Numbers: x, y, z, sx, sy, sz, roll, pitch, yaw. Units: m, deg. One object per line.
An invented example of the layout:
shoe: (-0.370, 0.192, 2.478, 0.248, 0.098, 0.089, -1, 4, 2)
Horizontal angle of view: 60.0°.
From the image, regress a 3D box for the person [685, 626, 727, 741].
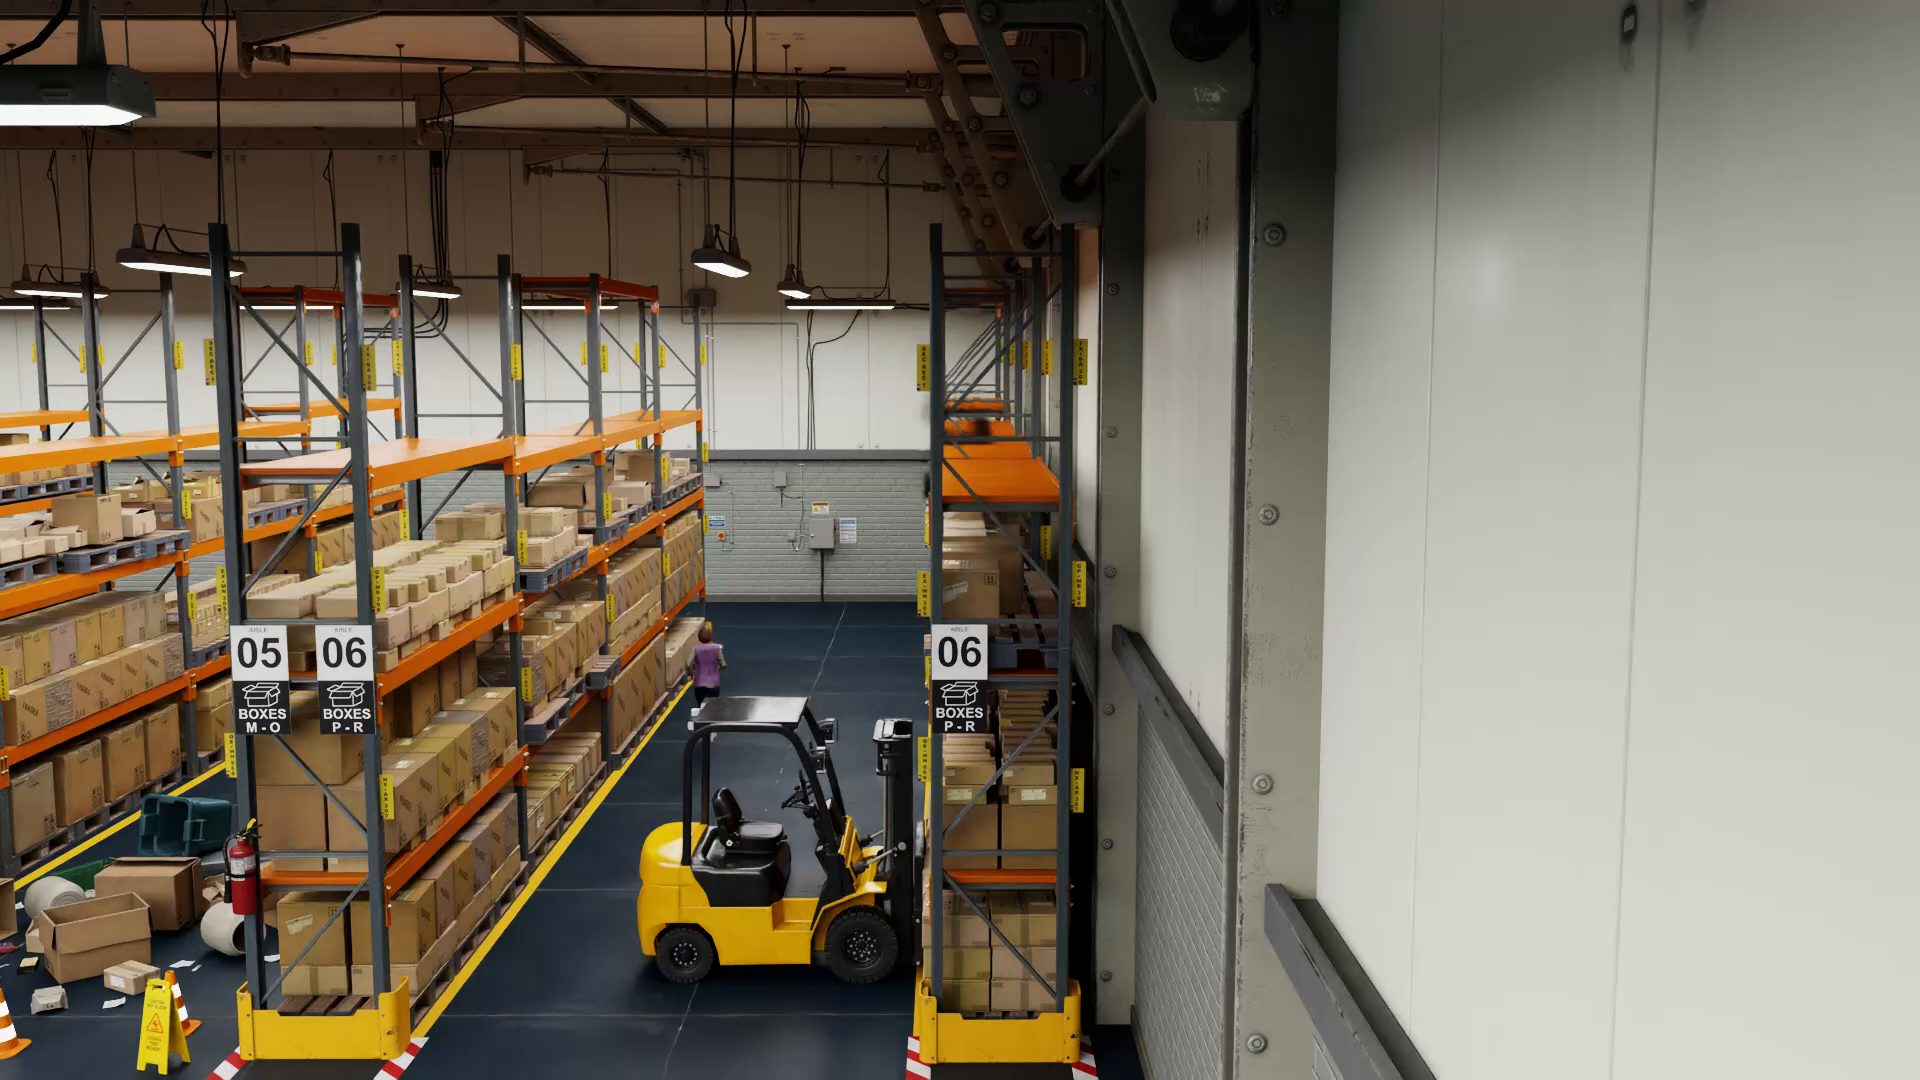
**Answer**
person: (-3.278, 1.889, 21.485, 0.536, 1.575, 0.744, -1, 7, -9)
